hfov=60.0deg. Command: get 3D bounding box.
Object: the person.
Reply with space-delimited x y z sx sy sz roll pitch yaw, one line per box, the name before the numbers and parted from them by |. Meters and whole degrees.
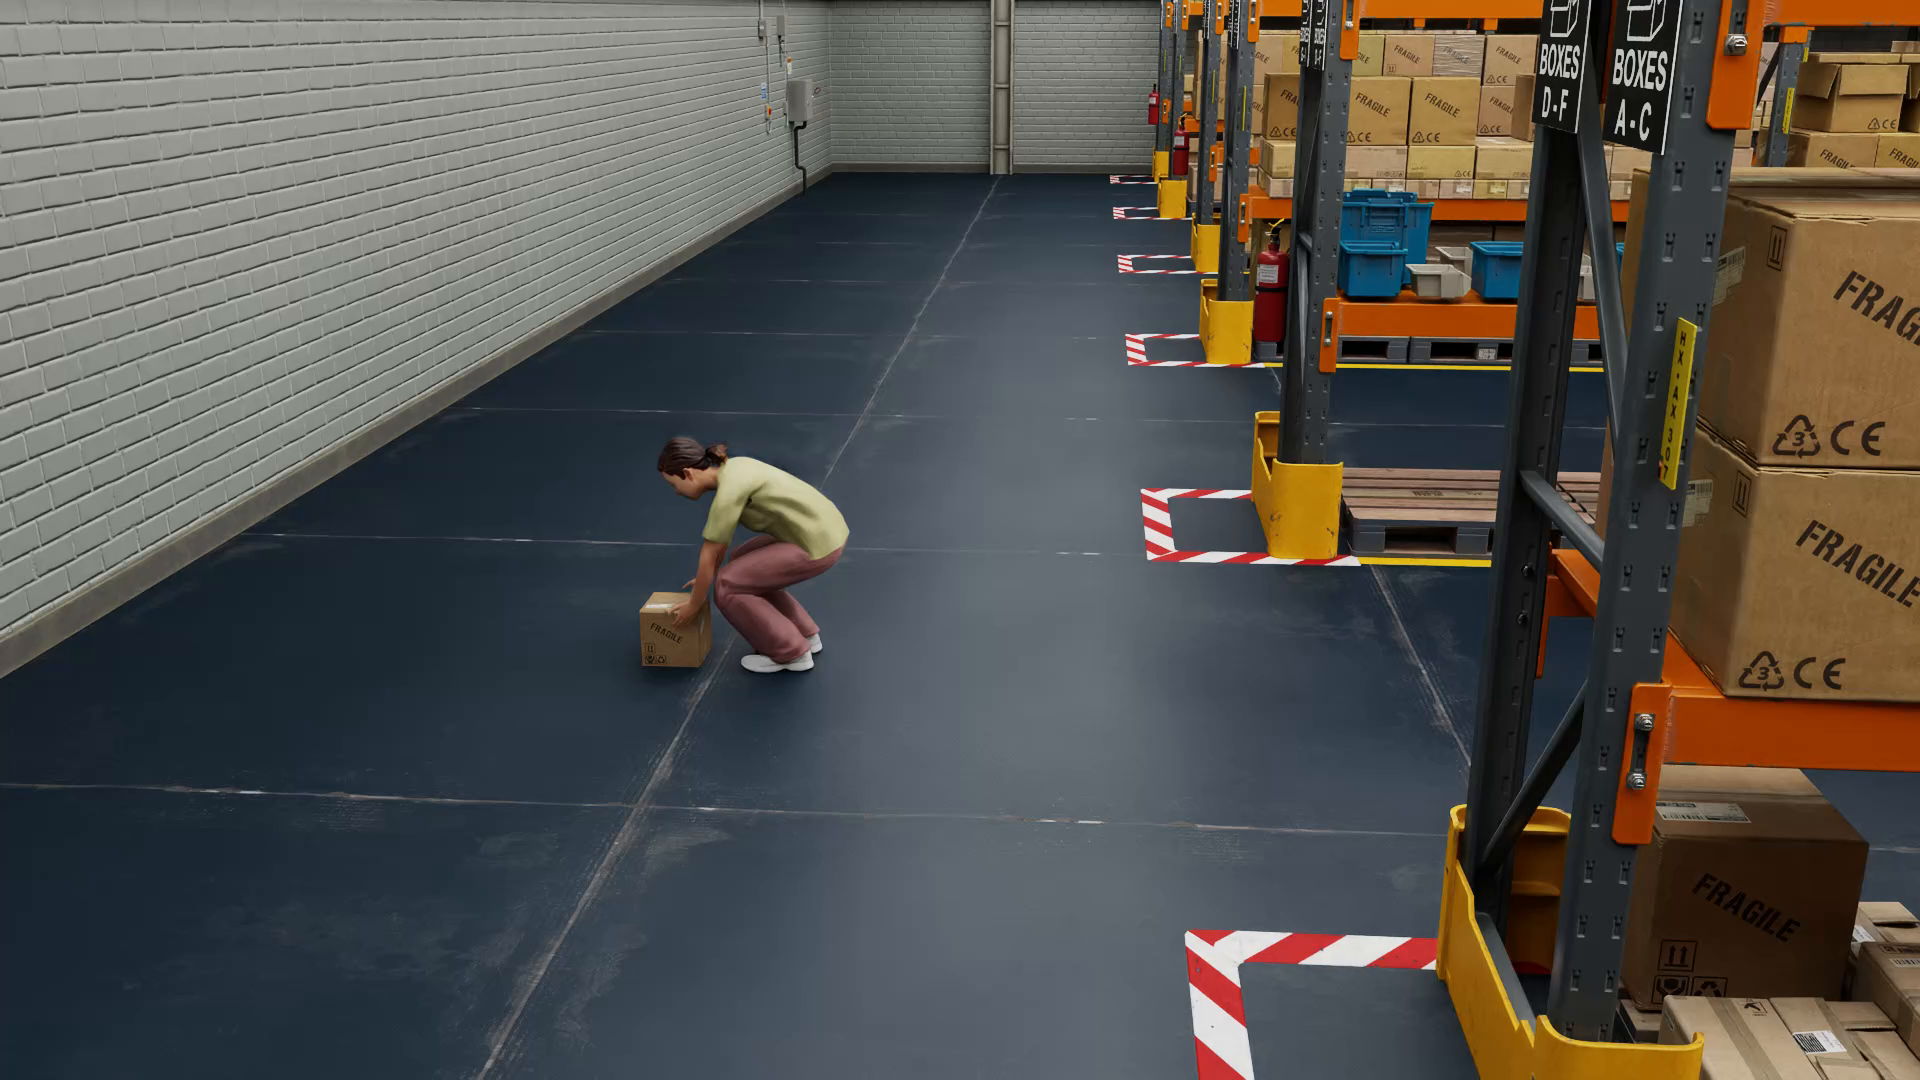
person | -0.865 0.050 7.019 0.782 0.998 0.494 1 18 4
